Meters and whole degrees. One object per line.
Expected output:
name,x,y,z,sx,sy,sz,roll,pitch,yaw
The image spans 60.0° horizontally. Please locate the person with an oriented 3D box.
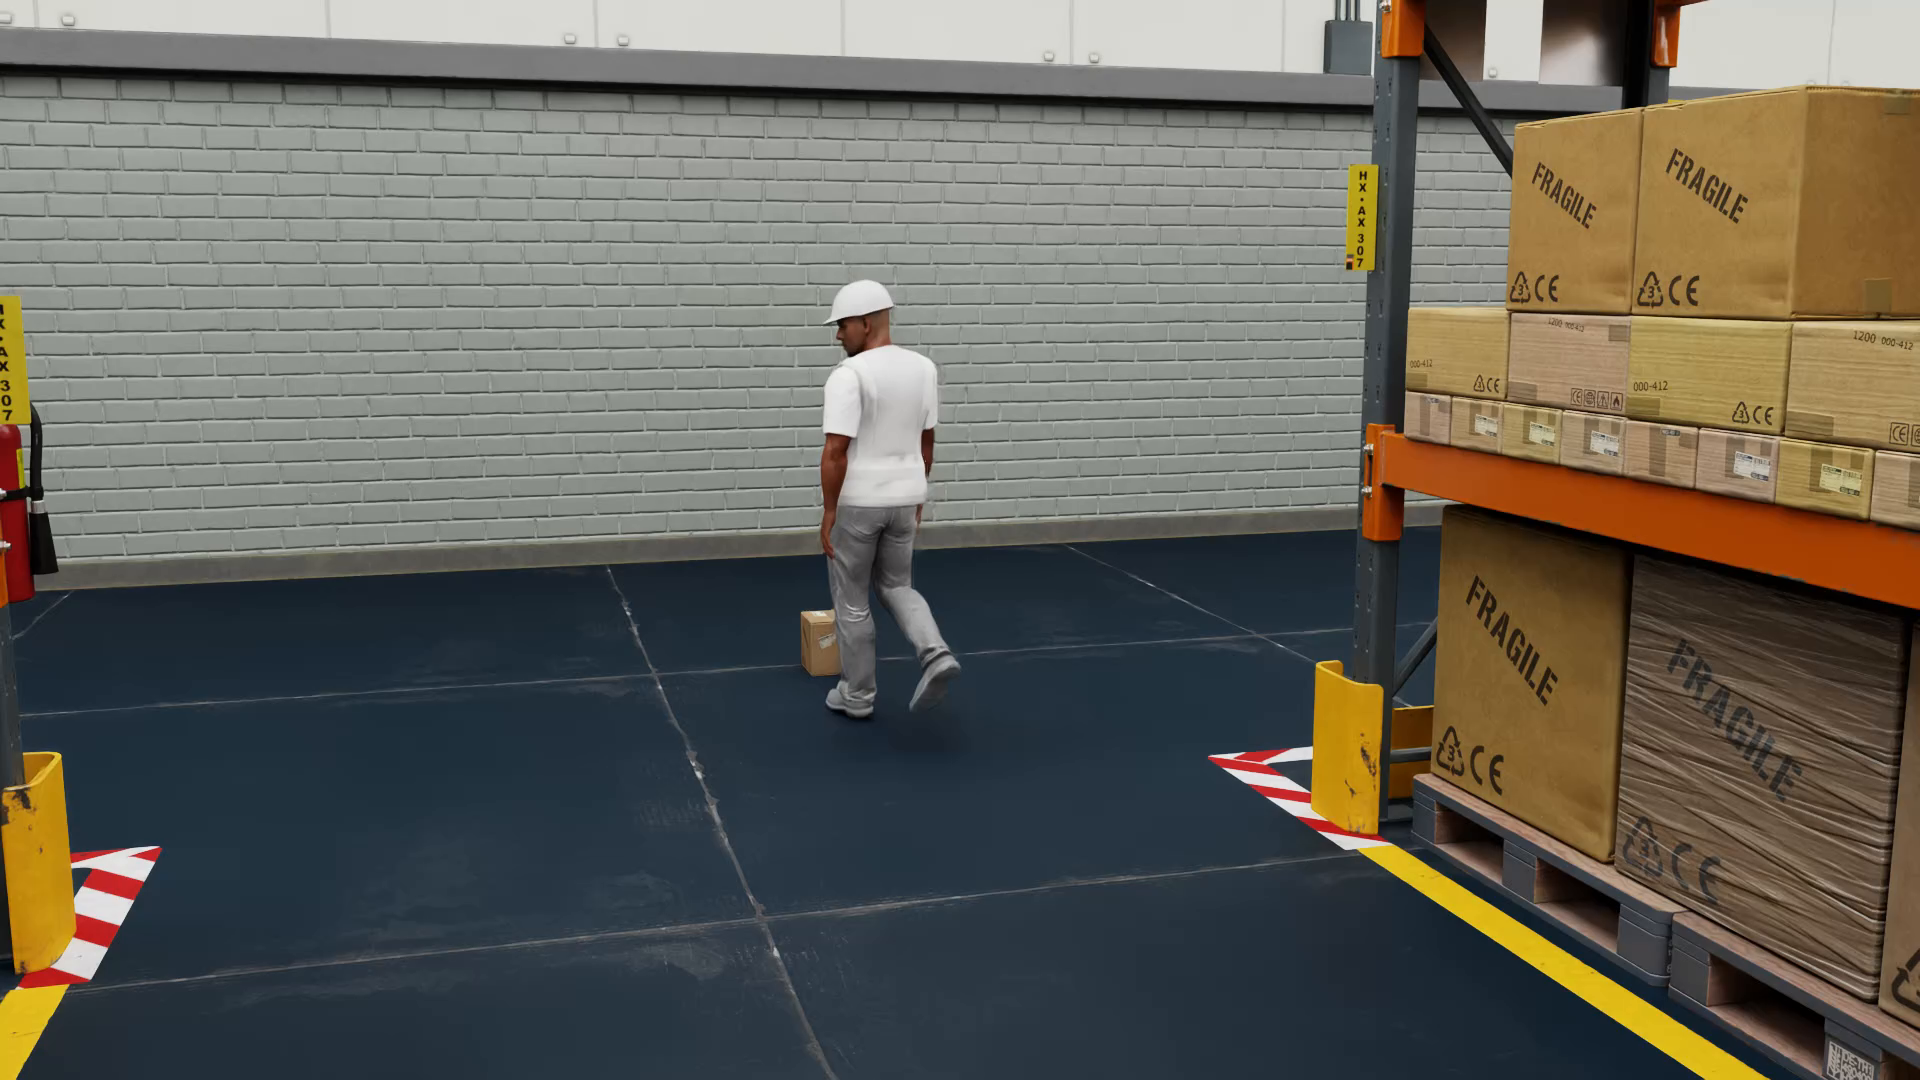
person,-0.323,-0.141,6.599,0.582,1.761,0.727,-7,11,-36
